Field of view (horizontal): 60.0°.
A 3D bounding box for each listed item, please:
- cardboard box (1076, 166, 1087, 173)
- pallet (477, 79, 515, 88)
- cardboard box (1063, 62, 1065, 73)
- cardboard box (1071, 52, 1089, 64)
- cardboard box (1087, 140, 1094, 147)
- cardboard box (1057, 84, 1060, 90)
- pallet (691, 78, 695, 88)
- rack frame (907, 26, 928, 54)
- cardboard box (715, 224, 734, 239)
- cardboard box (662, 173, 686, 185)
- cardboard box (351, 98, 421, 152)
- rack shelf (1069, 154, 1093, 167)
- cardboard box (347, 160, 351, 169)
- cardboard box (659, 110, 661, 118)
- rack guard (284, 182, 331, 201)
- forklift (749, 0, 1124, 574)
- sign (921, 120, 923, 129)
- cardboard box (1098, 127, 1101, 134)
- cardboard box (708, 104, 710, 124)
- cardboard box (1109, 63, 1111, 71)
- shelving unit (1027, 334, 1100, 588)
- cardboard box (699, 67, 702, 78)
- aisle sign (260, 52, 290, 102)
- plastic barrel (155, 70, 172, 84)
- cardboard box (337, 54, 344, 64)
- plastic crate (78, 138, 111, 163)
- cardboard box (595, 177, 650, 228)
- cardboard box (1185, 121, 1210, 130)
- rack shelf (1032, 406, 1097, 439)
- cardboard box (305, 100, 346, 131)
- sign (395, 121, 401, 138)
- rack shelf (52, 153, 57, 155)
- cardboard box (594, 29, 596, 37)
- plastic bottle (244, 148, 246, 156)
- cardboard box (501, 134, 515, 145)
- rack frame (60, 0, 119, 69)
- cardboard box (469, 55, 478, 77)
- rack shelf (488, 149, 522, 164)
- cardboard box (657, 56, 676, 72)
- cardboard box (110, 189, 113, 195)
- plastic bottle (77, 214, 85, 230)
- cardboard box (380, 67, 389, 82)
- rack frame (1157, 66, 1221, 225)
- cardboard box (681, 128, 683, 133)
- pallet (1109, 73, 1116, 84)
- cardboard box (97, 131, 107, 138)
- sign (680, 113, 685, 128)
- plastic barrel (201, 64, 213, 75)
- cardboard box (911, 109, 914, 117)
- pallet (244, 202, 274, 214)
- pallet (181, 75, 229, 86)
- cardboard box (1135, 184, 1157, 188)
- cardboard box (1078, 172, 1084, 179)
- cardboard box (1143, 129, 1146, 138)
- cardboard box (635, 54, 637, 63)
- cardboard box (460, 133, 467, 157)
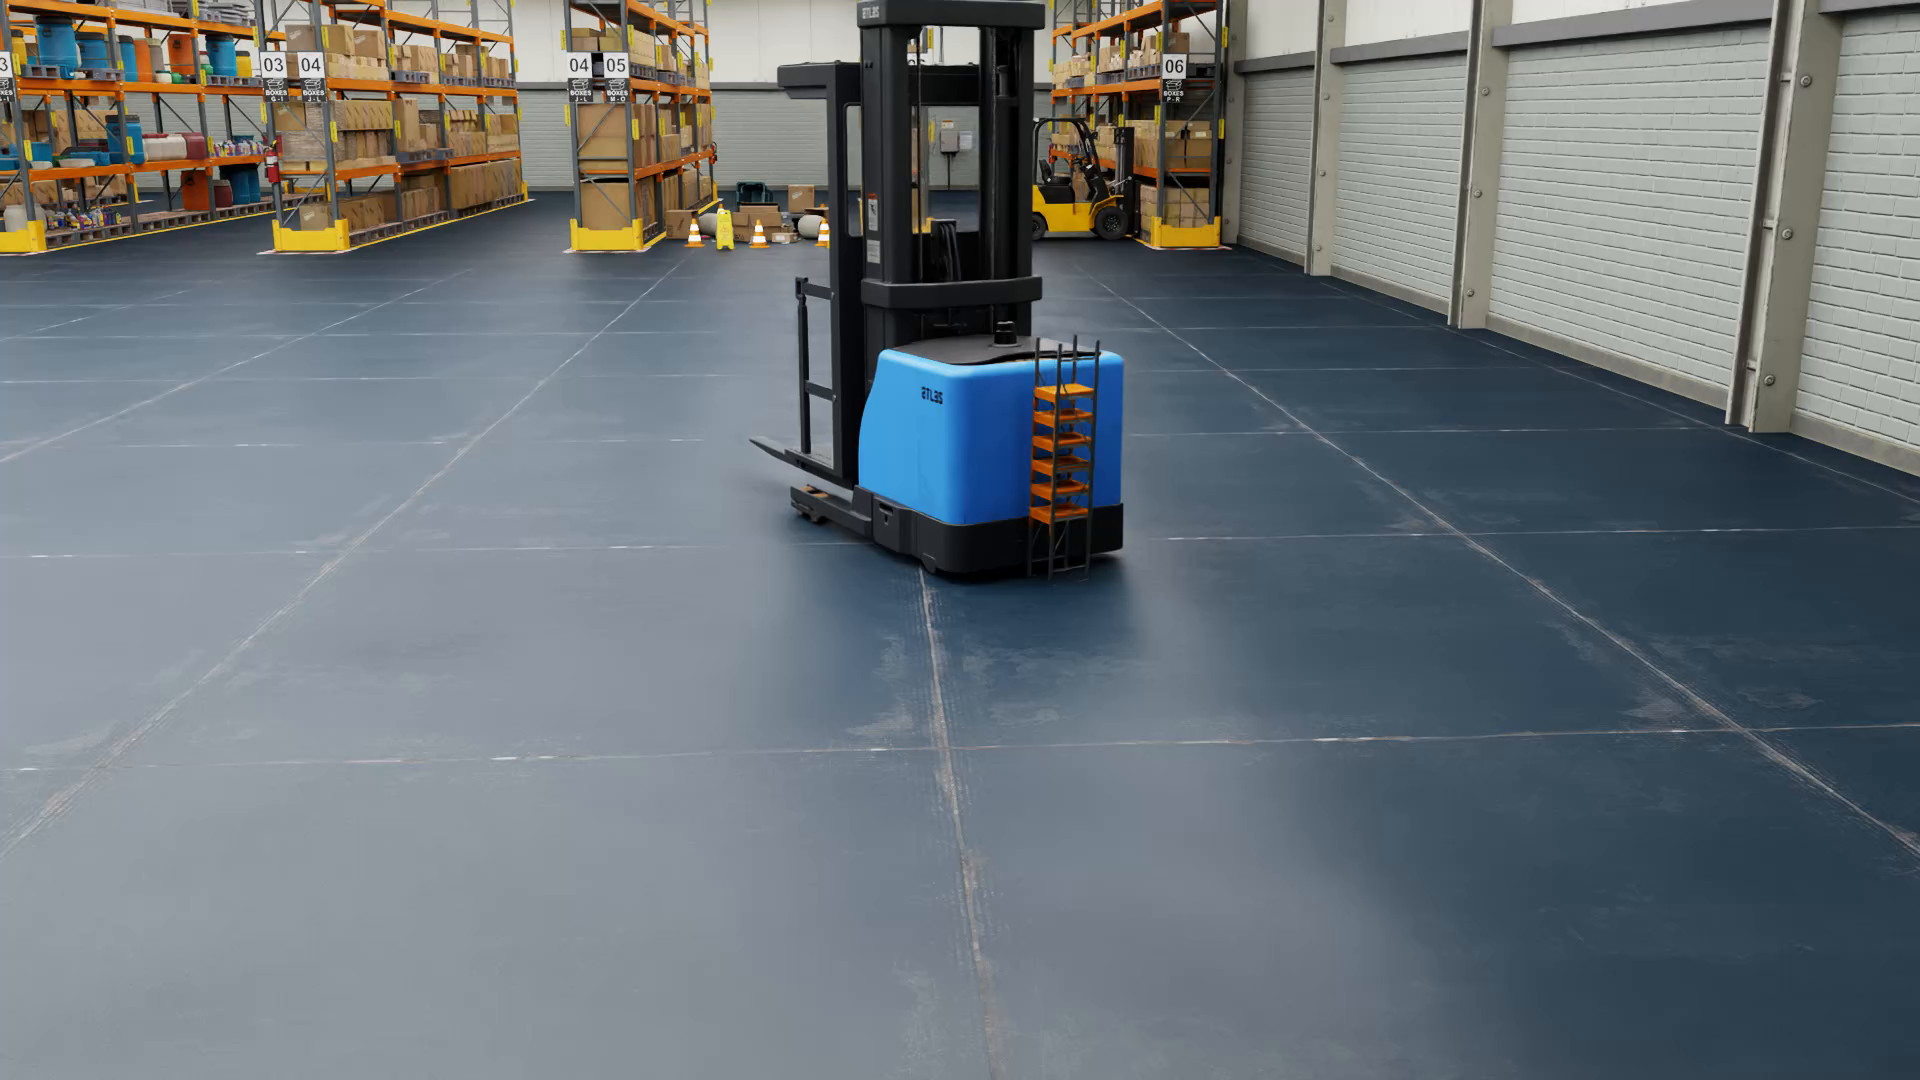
[{"bbox_3d":[2.989,-8.850,39.680,0.380,0.149,0.250,-2,15,-6],"label":"cardboard box"},{"bbox_3d":[-11.868,-11.546,42.040,1.003,0.211,1.213,-1,14,-3],"label":"pallet"},{"bbox_3d":[2.833,-11.697,41.149,0.500,0.250,0.500,-1,14,-2],"label":"cardboard box"},{"bbox_3d":[2.838,-11.404,39.341,0.396,0.266,0.258,-1,14,-4],"label":"cardboard box"},{"bbox_3d":[2.992,-8.801,36.874,0.380,0.149,0.250,-1,14,-2],"label":"cardboard box"},{"bbox_3d":[2.685,-11.542,42.351,0.380,0.149,0.250,-1,14,-4],"label":"cardboard box"},{"bbox_3d":[-6.788,-10.584,38.500,1.213,0.211,1.003,-1,14,-3],"label":"pallet"},{"bbox_3d":[-1.042,-9.400,27.501,1.000,3.000,0.127,-1,14,-3],"label":"rack frame"},{"bbox_3d":[-4.280,-5.665,30.510,0.396,0.266,0.258,2,15,6],"label":"cardboard box"},{"bbox_3d":[-6.273,-7.914,36.434,0.500,0.250,0.500,-2,15,-6],"label":"cardboard box"},{"bbox_3d":[-11.091,-8.030,32.170,1.000,1.000,1.000,-1,14,-3],"label":"cardboard box"},{"bbox_3d":[3.292,-8.711,38.306,1.077,0.370,4.000,-1,14,-3],"label":"rack shelf"},{"bbox_3d":[-10.746,-6.481,28.701,0.380,0.149,0.250,-1,14,-3],"label":"cardboard box"},{"bbox_3d":[-6.326,-8.298,33.048,0.700,0.500,0.500,-1,14,-3],"label":"cardboard box"},{"bbox_3d":[-16.883,-9.040,43.156,1.175,0.500,0.348,-1,14,-3],"label":"rack guard"},{"bbox_3d":[-0.320,-1.572,9.253,1.130,2.935,3.031,-8,16,-28],"label":"forklift"},{"bbox_3d":[-0.749,-7.919,32.047,0.100,0.325,0.005,-1,14,-3],"label":"sign"},{"bbox_3d":[3.159,-8.774,35.606,0.380,0.149,0.250,-1,14,-2],"label":"cardboard box"},{"bbox_3d":[-6.691,-10.939,42.718,0.500,0.500,0.500,-1,14,-5],"label":"cardboard box"},{"bbox_3d":[3.245,-9.610,33.799,0.380,0.149,0.250,-1,14,-4],"label":"cardboard box"},{"bbox_3d":[0.500,-0.382,8.087,0.258,1.200,0.189,-9,19,-31],"label":"shelving unit"},{"bbox_3d":[-6.554,-11.372,40.484,0.500,0.250,0.500,-1,14,-2],"label":"cardboard box"},{"bbox_3d":[-11.229,-7.581,27.252,0.394,0.787,0.004,-1,14,-3],"label":"aisle sign"},{"bbox_3d":[-16.061,-9.328,33.518,0.301,0.262,0.301,0,14,0],"label":"plastic barrel"},{"bbox_3d":[-10.724,-8.183,28.290,0.380,0.149,0.250,0,14,-1],"label":"cardboard box"},{"bbox_3d":[-16.460,-7.407,31.665,0.402,0.464,0.583,-1,14,-3],"label":"plastic crate"},{"bbox_3d":[-6.196,-6.181,30.450,0.875,0.875,0.875,-1,14,-3],"label":"cardboard box"},{"bbox_3d":[4.104,-7.166,28.757,0.380,0.149,0.250,-1,14,-5],"label":"cardboard box"},{"bbox_3d":[0.505,-0.569,8.031,0.258,0.103,0.180,-9,19,-31],"label":"rack shelf"},{"bbox_3d":[-10.696,-7.159,28.028,0.500,0.500,0.500,-1,14,-3],"label":"cardboard box"},{"bbox_3d":[-10.640,-7.766,31.453,0.100,0.325,0.005,-1,14,-3],"label":"sign"},{"bbox_3d":[-21.441,-8.328,36.819,1.077,0.370,4.000,-1,14,-3],"label":"rack shelf"},{"bbox_3d":[-6.366,-8.566,28.142,0.380,0.149,0.250,-1,14,-3],"label":"cardboard box"},{"bbox_3d":[-16.177,-8.782,37.538,0.097,0.201,0.097,0,14,0],"label":"plastic bottle"},{"bbox_3d":[-11.599,-10.150,42.158,0.500,0.250,0.500,-1,14,-4],"label":"cardboard box"},{"bbox_3d":[-16.125,-10.165,30.476,1.000,3.000,0.127,-1,14,-3],"label":"rack frame"},{"bbox_3d":[-11.785,-11.273,39.555,0.700,0.500,0.500,-2,15,-7],"label":"cardboard box"},{"bbox_3d":[-11.801,-9.475,41.276,1.077,0.370,4.000,-1,14,-3],"label":"rack shelf"},{"bbox_3d":[-6.108,-9.789,34.167,0.500,0.311,0.500,-1,14,-3],"label":"cardboard box"},{"bbox_3d":[-21.597,-8.776,41.919,0.380,0.166,0.250,-1,14,-3],"label":"cardboard box"},{"bbox_3d":[-15.674,-5.675,29.632,0.061,0.283,0.133,-1,14,-3],"label":"plastic bottle"},{"bbox_3d":[-10.892,-8.607,30.740,0.500,0.250,0.500,0,14,-1],"label":"cardboard box"},{"bbox_3d":[3.911,-6.572,28.550,1.000,3.000,0.127,-1,14,-3],"label":"rack frame"},{"bbox_3d":[-6.372,-9.131,36.964,0.380,0.149,0.250,0,14,-1],"label":"cardboard box"},{"bbox_3d":[3.619,-9.478,34.201,1.003,0.211,1.213,0,14,-1],"label":"pallet"},{"bbox_3d":[-21.452,-9.857,41.116,0.500,0.500,0.500,-1,14,-3],"label":"cardboard box"},{"bbox_3d":[-5.919,-8.953,35.479,0.100,0.325,0.005,-1,14,-3],"label":"sign"},{"bbox_3d":[-16.209,-10.103,35.721,0.294,0.245,0.294,0,14,0],"label":"plastic barrel"},{"bbox_3d":[-0.966,-8.322,32.408,0.380,0.149,0.250,-1,14,-4],"label":"cardboard box"},{"bbox_3d":[-16.614,-7.707,38.555,1.003,0.211,1.213,-1,14,-3],"label":"pallet"},{"bbox_3d":[-16.322,-9.808,35.485,1.003,0.211,1.213,-1,14,-3],"label":"pallet"},{"bbox_3d":[3.469,-6.416,30.613,0.500,0.250,0.500,-1,14,-5],"label":"cardboard box"},{"bbox_3d":[3.019,-8.703,39.702,0.380,0.149,0.250,-1,14,-5],"label":"cardboard box"},{"bbox_3d":[3.506,-7.335,30.014,0.380,0.149,0.250,-1,14,-3],"label":"cardboard box"},{"bbox_3d":[-5.710,-8.192,28.286,0.380,0.149,0.250,-1,14,-3],"label":"cardboard box"},{"bbox_3d":[-11.257,-8.760,36.854,0.500,0.500,0.500,-1,14,-4],"label":"cardboard box"}]
